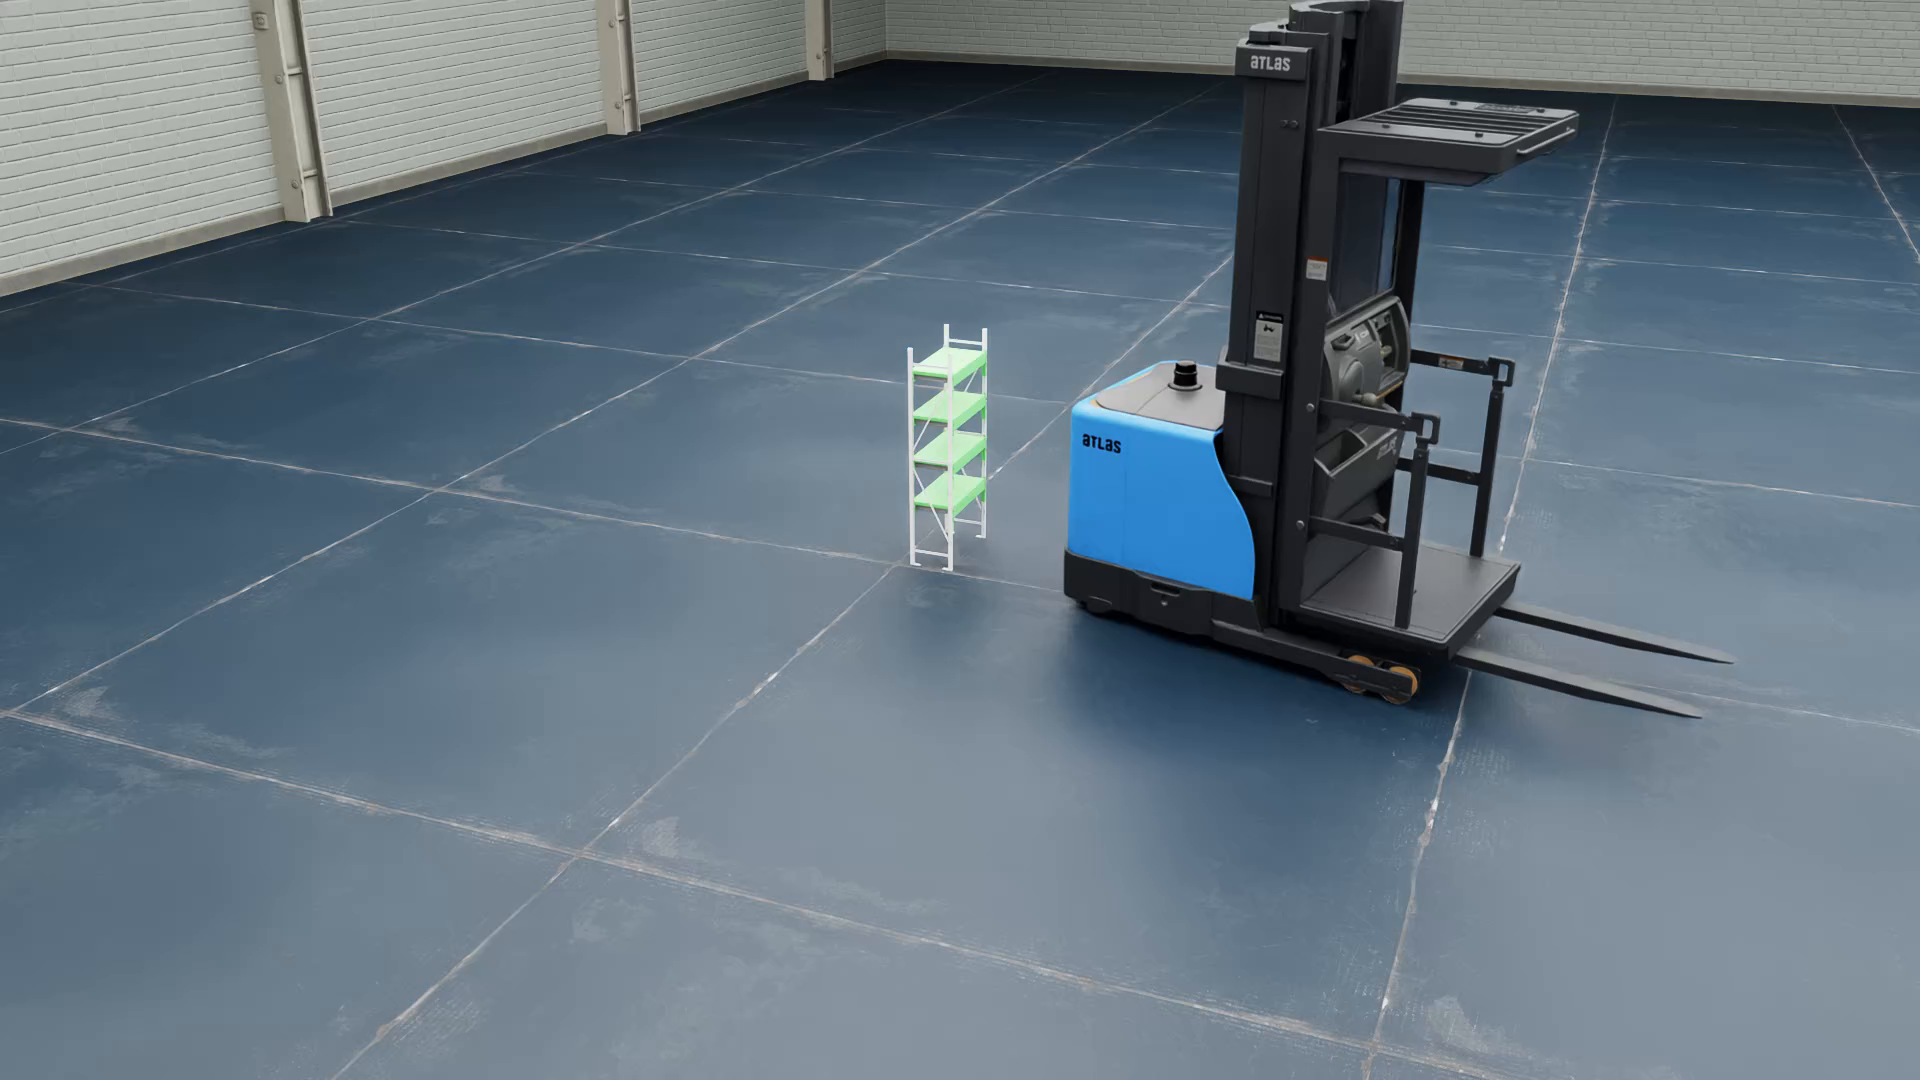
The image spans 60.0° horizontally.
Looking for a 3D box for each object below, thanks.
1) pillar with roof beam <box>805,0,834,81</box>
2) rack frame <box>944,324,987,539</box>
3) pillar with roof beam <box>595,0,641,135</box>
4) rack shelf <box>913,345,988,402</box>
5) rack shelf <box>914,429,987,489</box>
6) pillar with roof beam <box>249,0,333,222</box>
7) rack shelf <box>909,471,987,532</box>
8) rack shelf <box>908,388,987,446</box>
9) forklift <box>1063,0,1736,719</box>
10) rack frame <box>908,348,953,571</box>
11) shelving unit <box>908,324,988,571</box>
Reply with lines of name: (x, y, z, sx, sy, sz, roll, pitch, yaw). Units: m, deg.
pillar with roof beam: (1.689, -11.179, 24.337, 9.100, 9.000, 0.400, 9, 24, 20)
rack frame: (0.029, -0.582, 9.086, 0.240, 1.200, 0.015, 9, 24, 20)
pillar with roof beam: (-0.539, -9.032, 19.197, 9.100, 9.000, 0.400, 9, 24, 20)
rack shelf: (-0.062, -0.878, 8.717, 0.258, 0.148, 0.480, 9, 24, 20)
rack shelf: (-0.061, -0.435, 8.902, 0.258, 0.148, 0.480, 9, 24, 20)
pillar with roof beam: (-2.768, -6.884, 14.056, 9.100, 9.000, 0.400, 9, 24, 20)
rack shelf: (-0.061, -0.214, 8.994, 0.258, 0.148, 0.480, 9, 24, 20)
rack shelf: (-0.061, -0.657, 8.809, 0.258, 0.148, 0.480, 9, 24, 20)
forklift: (2.027, -0.847, 7.475, 3.031, 2.935, 1.130, 15, 27, 32)
rack frame: (-0.152, -0.407, 8.668, 0.240, 1.200, 0.015, 9, 24, 20)
shelving unit: (-0.061, -0.494, 8.877, 0.258, 1.200, 0.503, 9, 24, 20)
